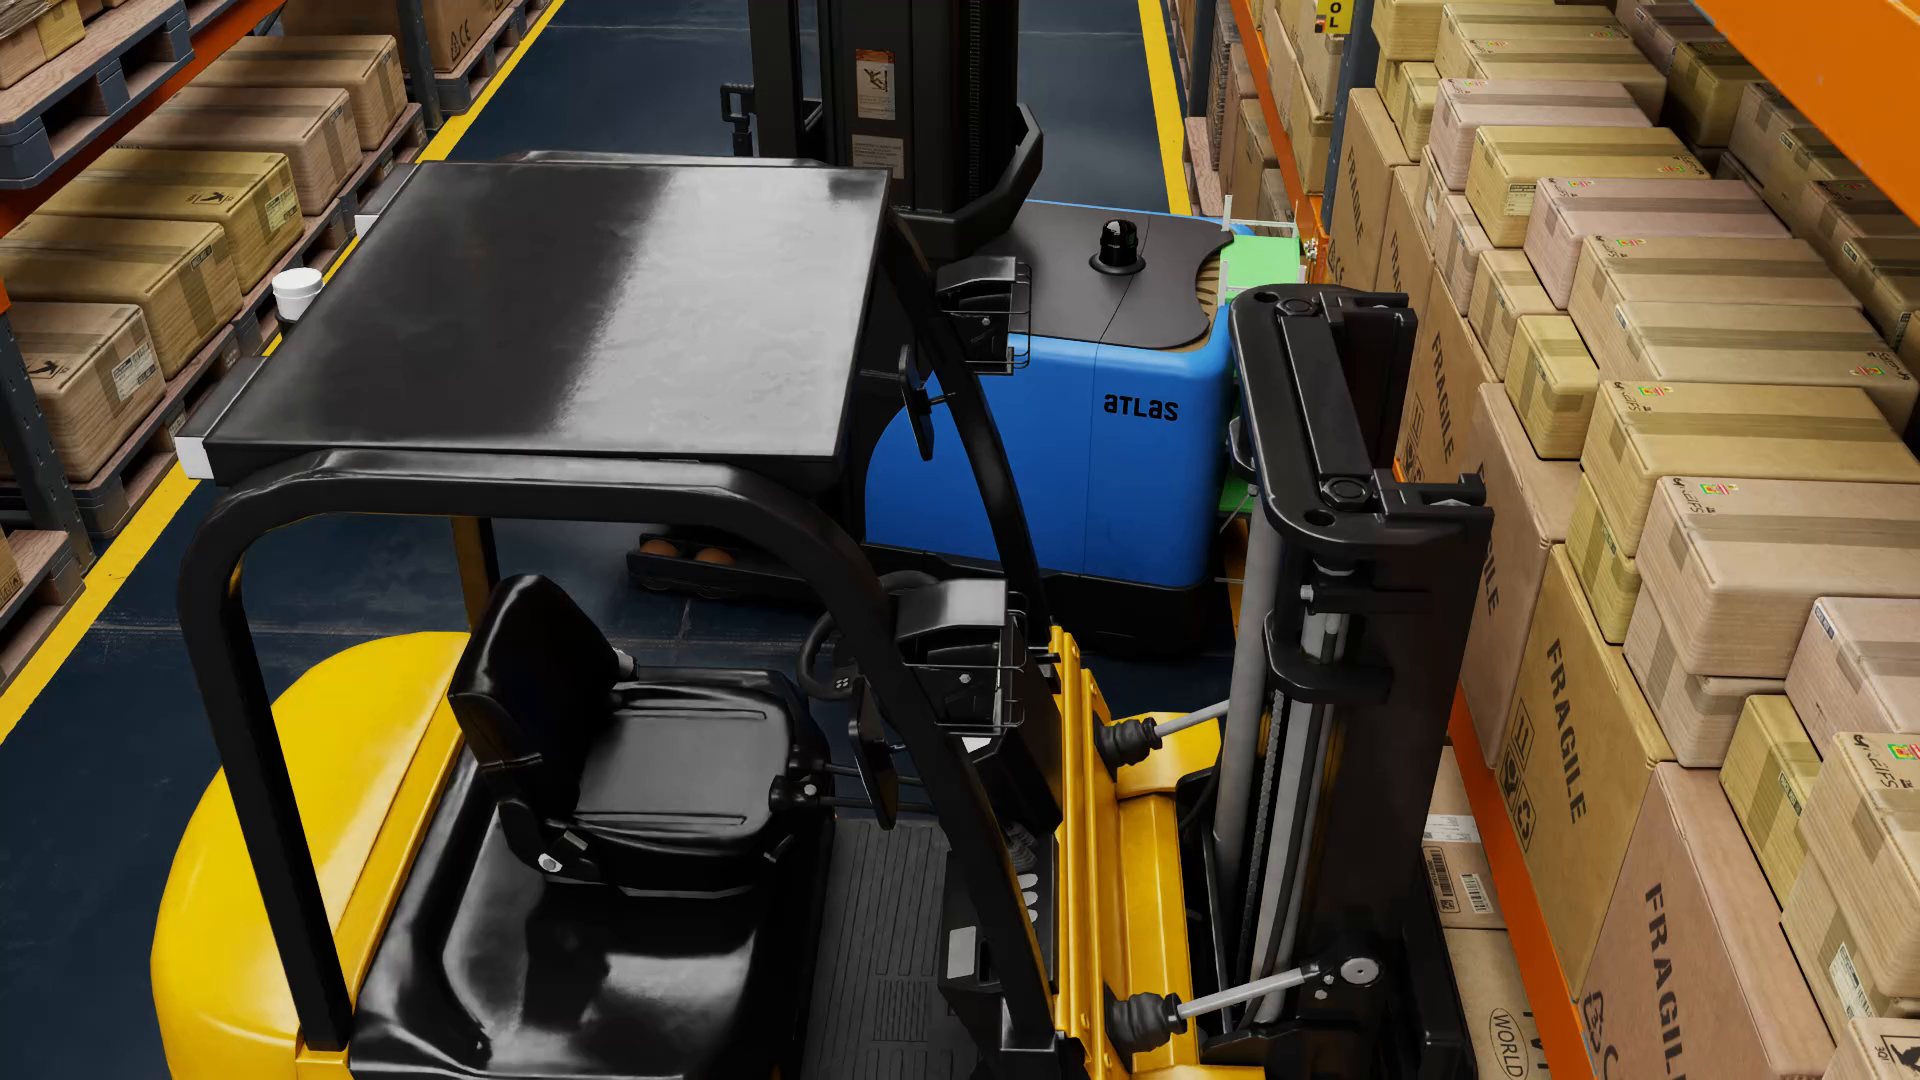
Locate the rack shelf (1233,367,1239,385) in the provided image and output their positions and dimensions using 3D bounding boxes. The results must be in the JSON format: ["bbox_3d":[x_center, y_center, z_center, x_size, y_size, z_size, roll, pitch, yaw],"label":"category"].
[{"bbox_3d":[0.910,-0.577,5.212,0.258,0.148,0.480,5,34,7],"label":"rack shelf"}]

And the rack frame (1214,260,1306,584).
[{"bbox_3d":[0.872,-0.296,5.111,0.240,1.200,0.015,5,34,7],"label":"rack frame"}]

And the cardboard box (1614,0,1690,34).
[{"bbox_3d":[1.816,-1.260,4.025,0.380,0.149,0.250,1,35,2],"label":"cardboard box"}]

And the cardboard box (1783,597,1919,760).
[{"bbox_3d":[1.217,0.202,1.944,0.380,0.149,0.250,2,35,2],"label":"cardboard box"}]

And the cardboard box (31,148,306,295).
[{"bbox_3d":[-3.362,-1.346,6.977,0.950,0.372,0.625,2,35,3],"label":"cardboard box"}]

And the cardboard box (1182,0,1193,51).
[{"bbox_3d":[1.521,-3.005,9.226,0.500,0.500,0.500,1,35,1],"label":"cardboard box"}]

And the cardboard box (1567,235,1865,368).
[{"bbox_3d":[1.253,-0.389,2.785,0.380,0.149,0.250,1,35,2],"label":"cardboard box"}]

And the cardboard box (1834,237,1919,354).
[{"bbox_3d":[1.691,-0.381,2.773,0.380,0.149,0.250,2,35,3],"label":"cardboard box"}]

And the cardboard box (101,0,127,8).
[{"bbox_3d":[-3.089,-1.969,5.796,0.380,0.149,0.250,2,35,3],"label":"cardboard box"}]

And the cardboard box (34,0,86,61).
[{"bbox_3d":[-3.076,-1.658,5.353,0.380,0.149,0.250,2,35,3],"label":"cardboard box"}]

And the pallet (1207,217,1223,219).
[{"bbox_3d":[1.564,-1.009,7.002,1.003,0.211,1.213,1,35,2],"label":"pallet"}]

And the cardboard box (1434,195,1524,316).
[{"bbox_3d":[1.164,-0.562,3.290,0.380,0.149,0.250,1,35,1],"label":"cardboard box"}]

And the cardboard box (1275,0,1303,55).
[{"bbox_3d":[1.305,-1.750,5.327,0.500,0.250,0.500,0,35,1],"label":"cardboard box"}]

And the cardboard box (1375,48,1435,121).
[{"bbox_3d":[1.252,-1.152,4.129,0.380,0.149,0.250,1,35,1],"label":"cardboard box"}]

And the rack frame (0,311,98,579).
[{"bbox_3d":[-3.432,-1.135,4.757,1.000,3.000,0.127,1,35,2],"label":"rack frame"}]

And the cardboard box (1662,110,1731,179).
[{"bbox_3d":[1.777,-0.842,3.688,0.380,0.149,0.250,2,35,3],"label":"cardboard box"}]

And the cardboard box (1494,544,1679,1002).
[{"bbox_3d":[1.174,0.353,2.552,0.500,0.500,0.500,1,35,1],"label":"cardboard box"}]

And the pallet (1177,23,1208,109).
[{"bbox_3d":[1.756,-2.608,9.277,1.003,0.211,1.213,1,35,2],"label":"pallet"}]

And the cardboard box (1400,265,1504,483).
[{"bbox_3d":[1.225,-0.224,3.373,0.500,0.500,0.500,1,35,1],"label":"cardboard box"}]

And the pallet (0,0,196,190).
[{"bbox_3d":[-3.256,-1.493,5.432,1.003,0.211,1.213,1,35,2],"label":"pallet"}]

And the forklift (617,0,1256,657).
[{"bbox_3d":[-0.605,-1.289,5.035,3.031,2.935,1.130,8,36,12],"label":"forklift"}]

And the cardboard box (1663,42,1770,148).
[{"bbox_3d":[1.768,-0.965,3.604,0.380,0.149,0.250,1,35,1],"label":"cardboard box"}]

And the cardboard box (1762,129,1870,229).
[{"bbox_3d":[1.790,-0.671,3.186,0.380,0.149,0.250,1,35,1],"label":"cardboard box"}]

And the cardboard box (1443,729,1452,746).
[{"bbox_3d":[1.155,0.372,3.769,0.500,0.250,0.500,2,35,3],"label":"cardboard box"}]

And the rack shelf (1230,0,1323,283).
[{"bbox_3d":[1.608,-1.877,6.438,1.077,0.370,4.000,1,35,2],"label":"rack shelf"}]

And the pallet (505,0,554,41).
[{"bbox_3d":[-3.113,-3.443,10.465,1.003,0.211,1.213,1,35,2],"label":"pallet"}]

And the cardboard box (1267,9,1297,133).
[{"bbox_3d":[1.301,-1.546,5.471,0.500,0.250,0.500,1,35,2],"label":"cardboard box"}]

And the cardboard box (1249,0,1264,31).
[{"bbox_3d":[1.365,-2.127,6.299,0.500,0.250,0.500,2,35,3],"label":"cardboard box"}]

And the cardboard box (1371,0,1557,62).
[{"bbox_3d":[1.218,-1.274,4.045,0.380,0.149,0.250,2,35,3],"label":"cardboard box"}]

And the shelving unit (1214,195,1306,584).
[{"bbox_3d":[0.910,-0.431,5.311,0.258,1.200,0.503,5,34,7],"label":"shelving unit"}]

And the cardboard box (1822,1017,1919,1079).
[{"bbox_3d":[1.081,0.616,1.614,0.380,0.149,0.250,2,35,3],"label":"cardboard box"}]

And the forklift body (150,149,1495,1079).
[{"bbox_3d":[-0.380,0.491,3.181,2.313,2.155,1.214,1,35,2],"label":"forklift body"}]

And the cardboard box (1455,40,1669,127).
[{"bbox_3d":[1.297,-0.975,3.619,0.380,0.149,0.250,1,35,1],"label":"cardboard box"}]

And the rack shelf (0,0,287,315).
[{"bbox_3d":[-3.352,-1.990,6.598,1.077,0.370,4.000,1,35,2],"label":"rack shelf"}]

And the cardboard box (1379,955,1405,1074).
[{"bbox_3d":[1.128,0.865,3.502,0.500,0.250,0.500,1,35,2],"label":"cardboard box"}]

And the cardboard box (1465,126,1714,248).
[{"bbox_3d":[1.200,-0.680,3.199,0.380,0.149,0.250,1,35,1],"label":"cardboard box"}]

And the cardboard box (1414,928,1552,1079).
[{"bbox_3d":[1.099,0.964,2.926,0.500,0.250,0.500,2,35,2],"label":"cardboard box"}]

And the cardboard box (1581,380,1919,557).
[{"bbox_3d":[1.122,-0.099,2.372,0.380,0.149,0.250,2,35,3],"label":"cardboard box"}]

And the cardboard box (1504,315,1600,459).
[{"bbox_3d":[1.170,-0.264,2.866,0.380,0.149,0.250,1,35,1],"label":"cardboard box"}]

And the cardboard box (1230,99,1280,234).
[{"bbox_3d":[1.604,-1.401,6.834,0.875,0.625,0.625,0,35,0],"label":"cardboard box"}]

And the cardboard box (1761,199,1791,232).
[{"bbox_3d":[1.702,-0.551,3.275,0.380,0.149,0.250,2,35,3],"label":"cardboard box"}]

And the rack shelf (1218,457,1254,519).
[{"bbox_3d":[0.910,-0.179,5.481,0.258,0.148,0.480,5,34,7],"label":"rack shelf"}]

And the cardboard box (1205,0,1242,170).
[{"bbox_3d":[1.649,-2.163,7.919,0.875,0.625,0.625,2,35,3],"label":"cardboard box"}]

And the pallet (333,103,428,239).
[{"bbox_3d":[-3.305,-1.844,8.190,1.003,0.211,1.213,1,35,2],"label":"pallet"}]

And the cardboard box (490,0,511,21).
[{"bbox_3d":[-3.121,-3.643,9.808,0.875,0.875,0.875,2,35,2],"label":"cardboard box"}]

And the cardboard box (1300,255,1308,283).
[{"bbox_3d":[1.537,-0.523,5.586,0.875,0.625,0.625,3,35,4],"label":"cardboard box"}]

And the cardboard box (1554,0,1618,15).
[{"bbox_3d":[1.756,-1.526,4.662,0.380,0.149,0.250,1,35,1],"label":"cardboard box"}]

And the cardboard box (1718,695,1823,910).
[{"bbox_3d":[1.174,0.326,2.026,0.380,0.149,0.250,1,35,2],"label":"cardboard box"}]

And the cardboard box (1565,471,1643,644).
[{"bbox_3d":[1.128,0.026,2.453,0.380,0.149,0.250,2,35,2],"label":"cardboard box"}]

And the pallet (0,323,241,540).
[{"bbox_3d":[-3.403,-0.442,6.195,1.003,0.211,1.213,1,35,2],"label":"pallet"}]

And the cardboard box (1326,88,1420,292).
[{"bbox_3d":[1.249,-0.815,4.214,0.500,0.500,0.500,0,35,1],"label":"cardboard box"}]

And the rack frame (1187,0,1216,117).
[{"bbox_3d":[1.688,-3.321,7.867,1.000,3.000,0.127,1,35,2],"label":"rack frame"}]

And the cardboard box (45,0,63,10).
[{"bbox_3d":[-3.108,-2.020,5.305,0.500,0.500,0.500,1,35,2],"label":"cardboard box"}]

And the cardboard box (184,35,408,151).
[{"bbox_3d":[-3.304,-2.206,8.200,0.950,0.372,0.625,-1,35,-1],"label":"cardboard box"}]

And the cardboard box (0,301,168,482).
[{"bbox_3d":[-3.414,-0.533,5.820,0.950,0.372,0.625,2,35,2],"label":"cardboard box"}]
